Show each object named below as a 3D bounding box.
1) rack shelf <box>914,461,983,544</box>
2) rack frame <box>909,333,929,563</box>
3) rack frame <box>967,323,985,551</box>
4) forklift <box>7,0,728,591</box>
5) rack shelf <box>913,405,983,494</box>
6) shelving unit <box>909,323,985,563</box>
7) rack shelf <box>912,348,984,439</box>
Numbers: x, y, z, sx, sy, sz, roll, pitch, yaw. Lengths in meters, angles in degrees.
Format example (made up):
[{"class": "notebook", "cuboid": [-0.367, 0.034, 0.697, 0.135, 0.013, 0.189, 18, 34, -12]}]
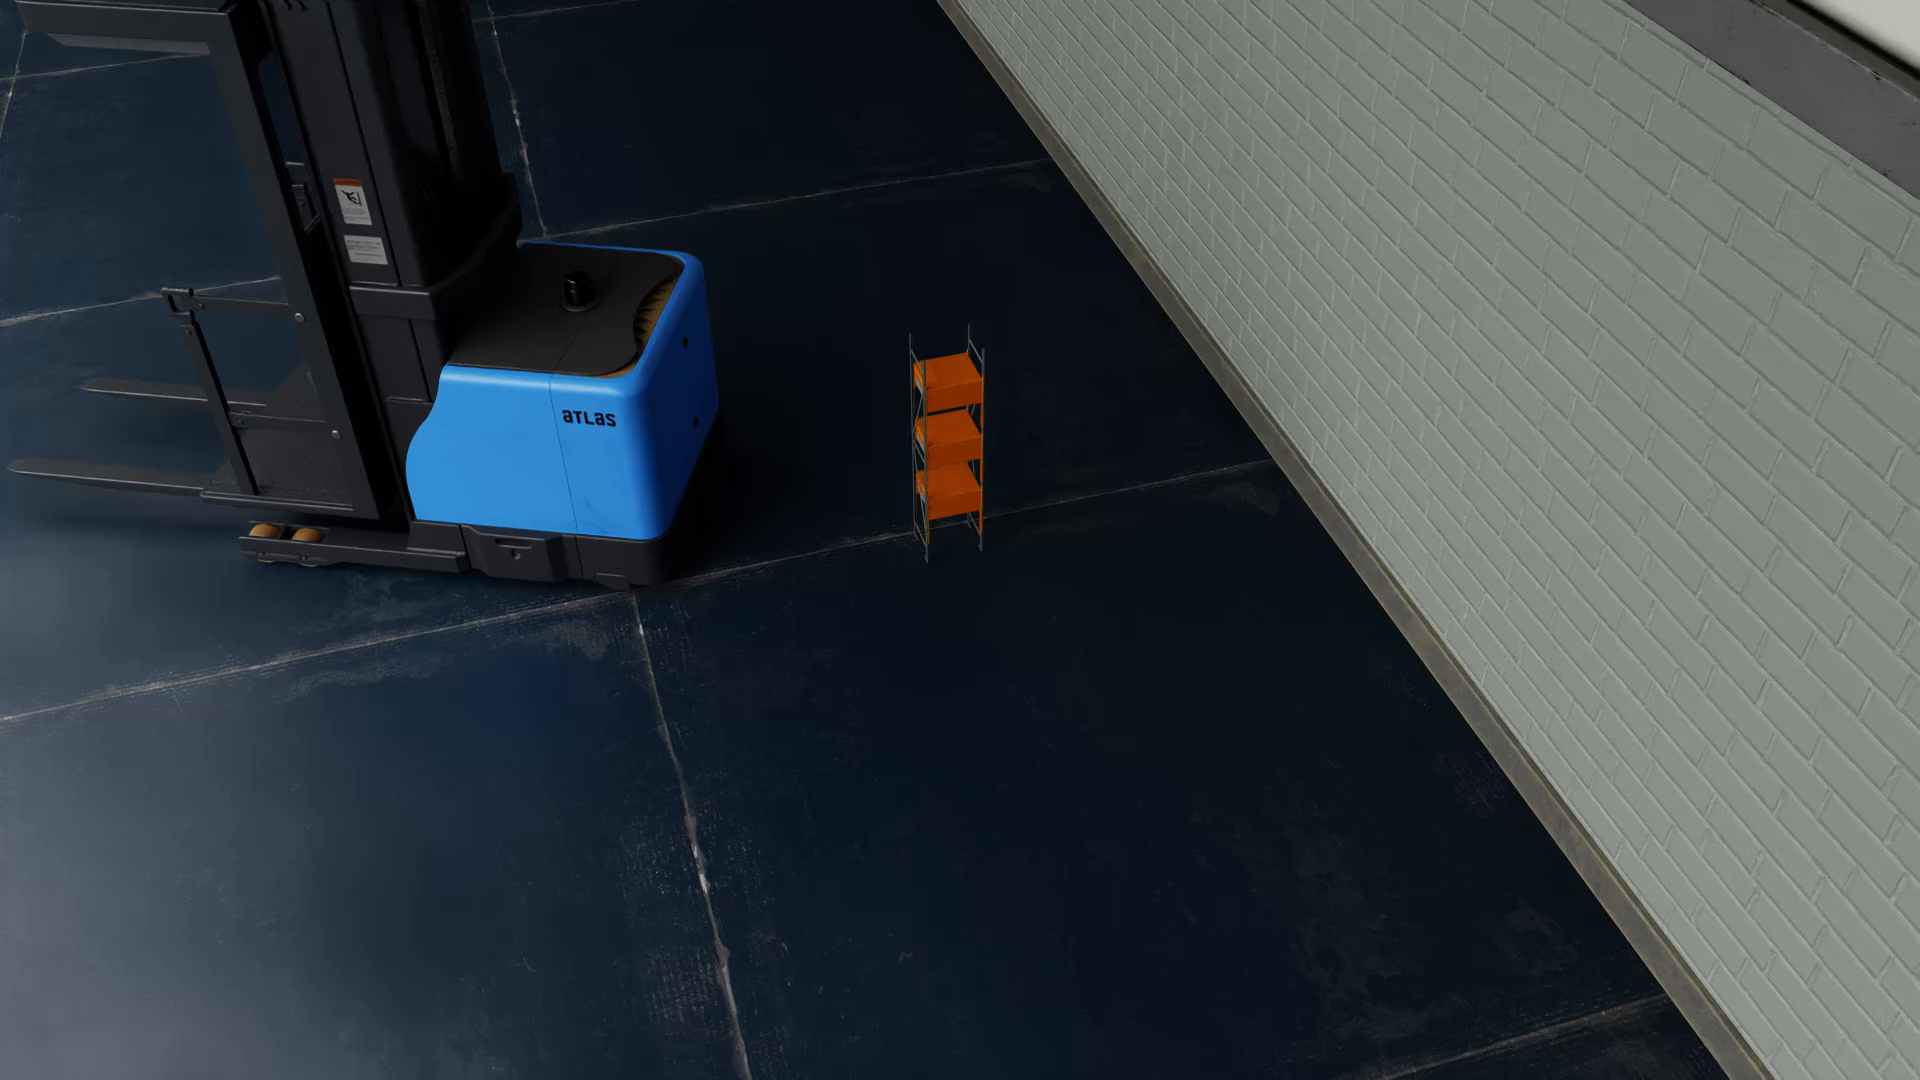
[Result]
[{"class": "rack shelf", "cuboid": [-0.051, -0.168, 7.082, 0.240, 0.259, 0.215, -12, 42, -13]}, {"class": "rack frame", "cuboid": [-0.167, -0.361, 6.865, 0.008, 1.050, 0.200, -12, 42, -13]}, {"class": "rack frame", "cuboid": [0.065, -0.409, 6.920, 0.008, 1.050, 0.200, -12, 42, -13]}, {"class": "forklift", "cuboid": [-2.625, -1.328, 6.542, 3.031, 2.935, 1.130, 5, 41, 6]}, {"class": "rack shelf", "cuboid": [-0.051, -0.377, 6.899, 0.240, 0.259, 0.215, -12, 42, -13]}, {"class": "shelving unit", "cuboid": [-0.051, -0.385, 6.892, 0.252, 1.050, 0.215, -12, 42, -13]}, {"class": "rack shelf", "cuboid": [-0.051, -0.591, 6.713, 0.240, 0.259, 0.215, -12, 42, -13]}]
